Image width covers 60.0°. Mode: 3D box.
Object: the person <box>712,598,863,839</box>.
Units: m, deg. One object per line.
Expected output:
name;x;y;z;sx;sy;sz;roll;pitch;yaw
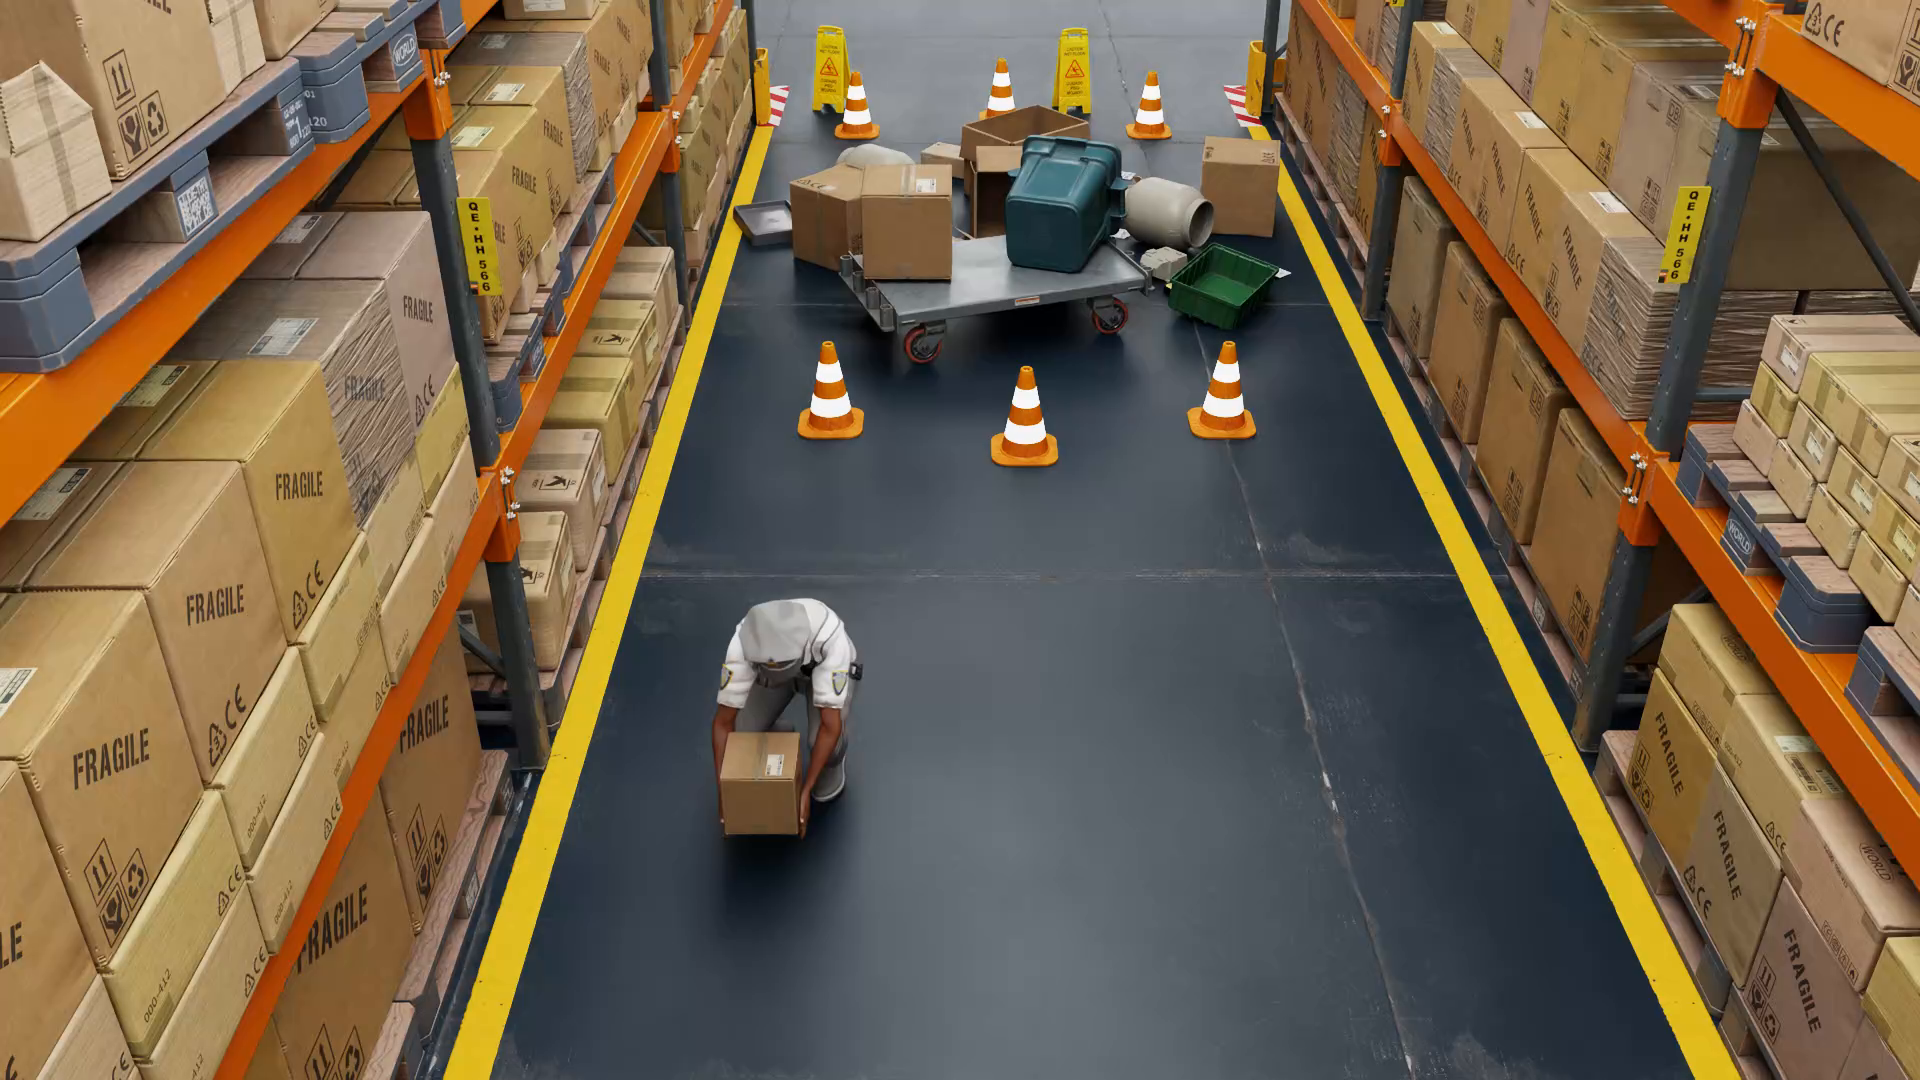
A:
person;-0.615;0.545;5.938;0.476;0.961;0.882;6;32;10
